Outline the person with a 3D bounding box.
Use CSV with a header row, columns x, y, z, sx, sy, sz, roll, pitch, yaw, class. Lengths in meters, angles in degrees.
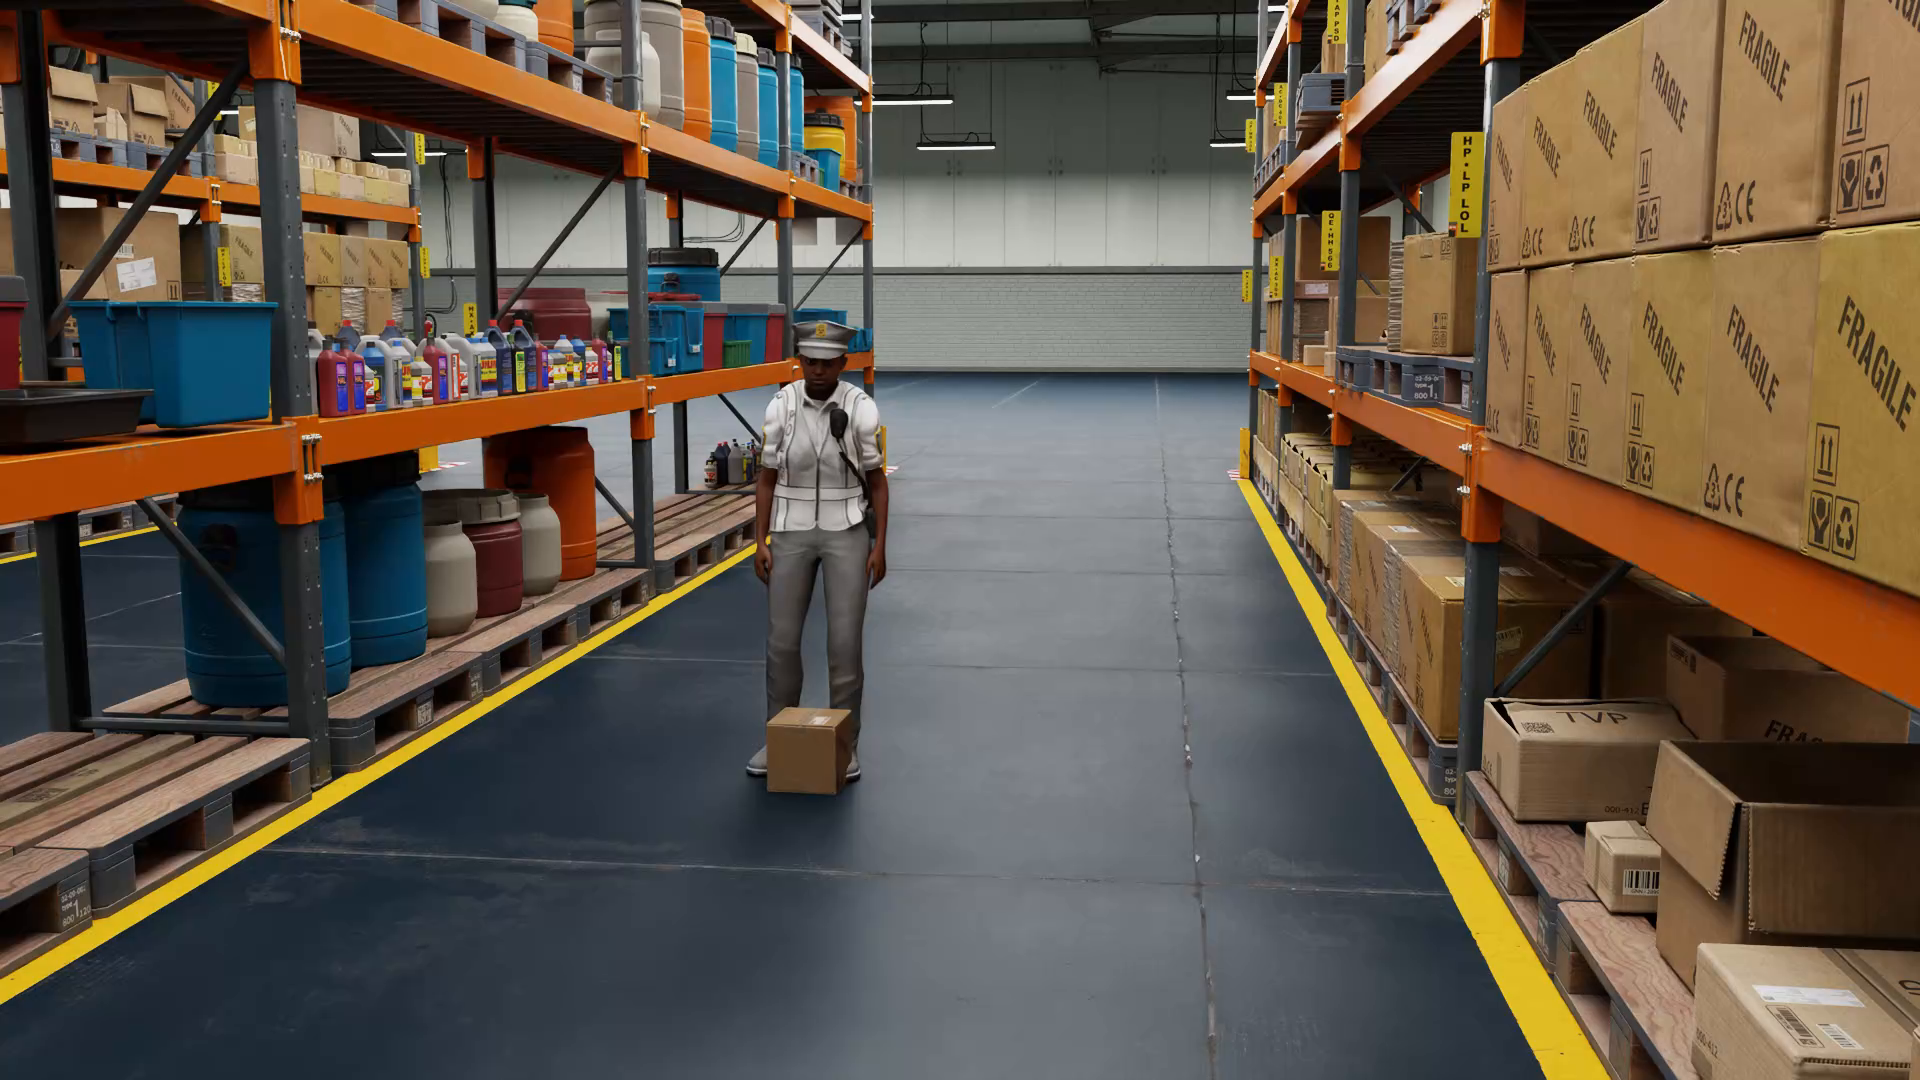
x,y,z,sx,sy,sz,roll,pitch,yaw,class
-0.523,0.029,6.096,0.518,1.656,0.427,0,8,3,person
